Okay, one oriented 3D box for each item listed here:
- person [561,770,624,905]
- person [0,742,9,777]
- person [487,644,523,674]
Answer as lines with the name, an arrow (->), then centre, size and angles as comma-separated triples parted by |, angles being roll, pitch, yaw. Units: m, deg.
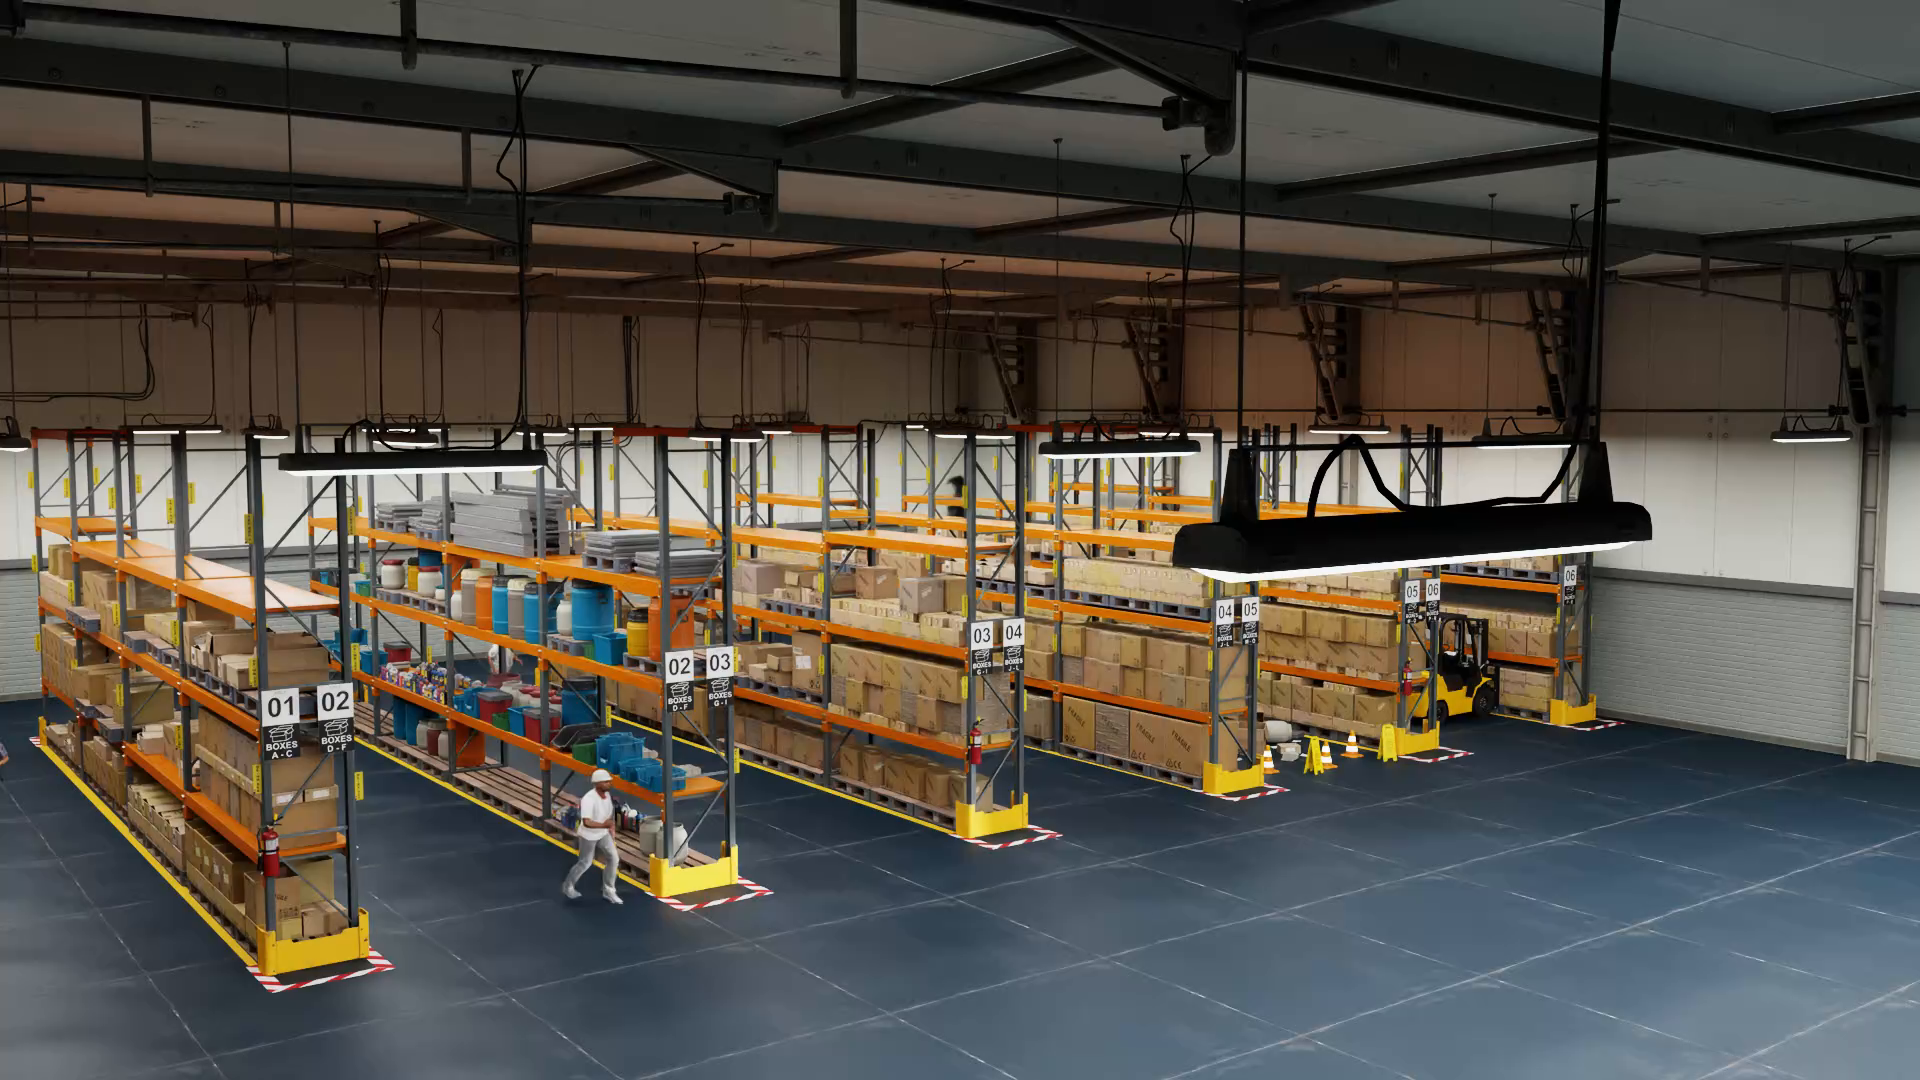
person -> -4.692, 3.798, 21.250 | 0.892, 1.783, 0.703 | 2, 5, 22
person -> -14.473, 3.585, 24.657 | 0.642, 1.678, 0.909 | -4, 6, -44
person -> -9.619, 2.754, 35.171 | 0.808, 1.707, 0.701 | 1, 5, 16
